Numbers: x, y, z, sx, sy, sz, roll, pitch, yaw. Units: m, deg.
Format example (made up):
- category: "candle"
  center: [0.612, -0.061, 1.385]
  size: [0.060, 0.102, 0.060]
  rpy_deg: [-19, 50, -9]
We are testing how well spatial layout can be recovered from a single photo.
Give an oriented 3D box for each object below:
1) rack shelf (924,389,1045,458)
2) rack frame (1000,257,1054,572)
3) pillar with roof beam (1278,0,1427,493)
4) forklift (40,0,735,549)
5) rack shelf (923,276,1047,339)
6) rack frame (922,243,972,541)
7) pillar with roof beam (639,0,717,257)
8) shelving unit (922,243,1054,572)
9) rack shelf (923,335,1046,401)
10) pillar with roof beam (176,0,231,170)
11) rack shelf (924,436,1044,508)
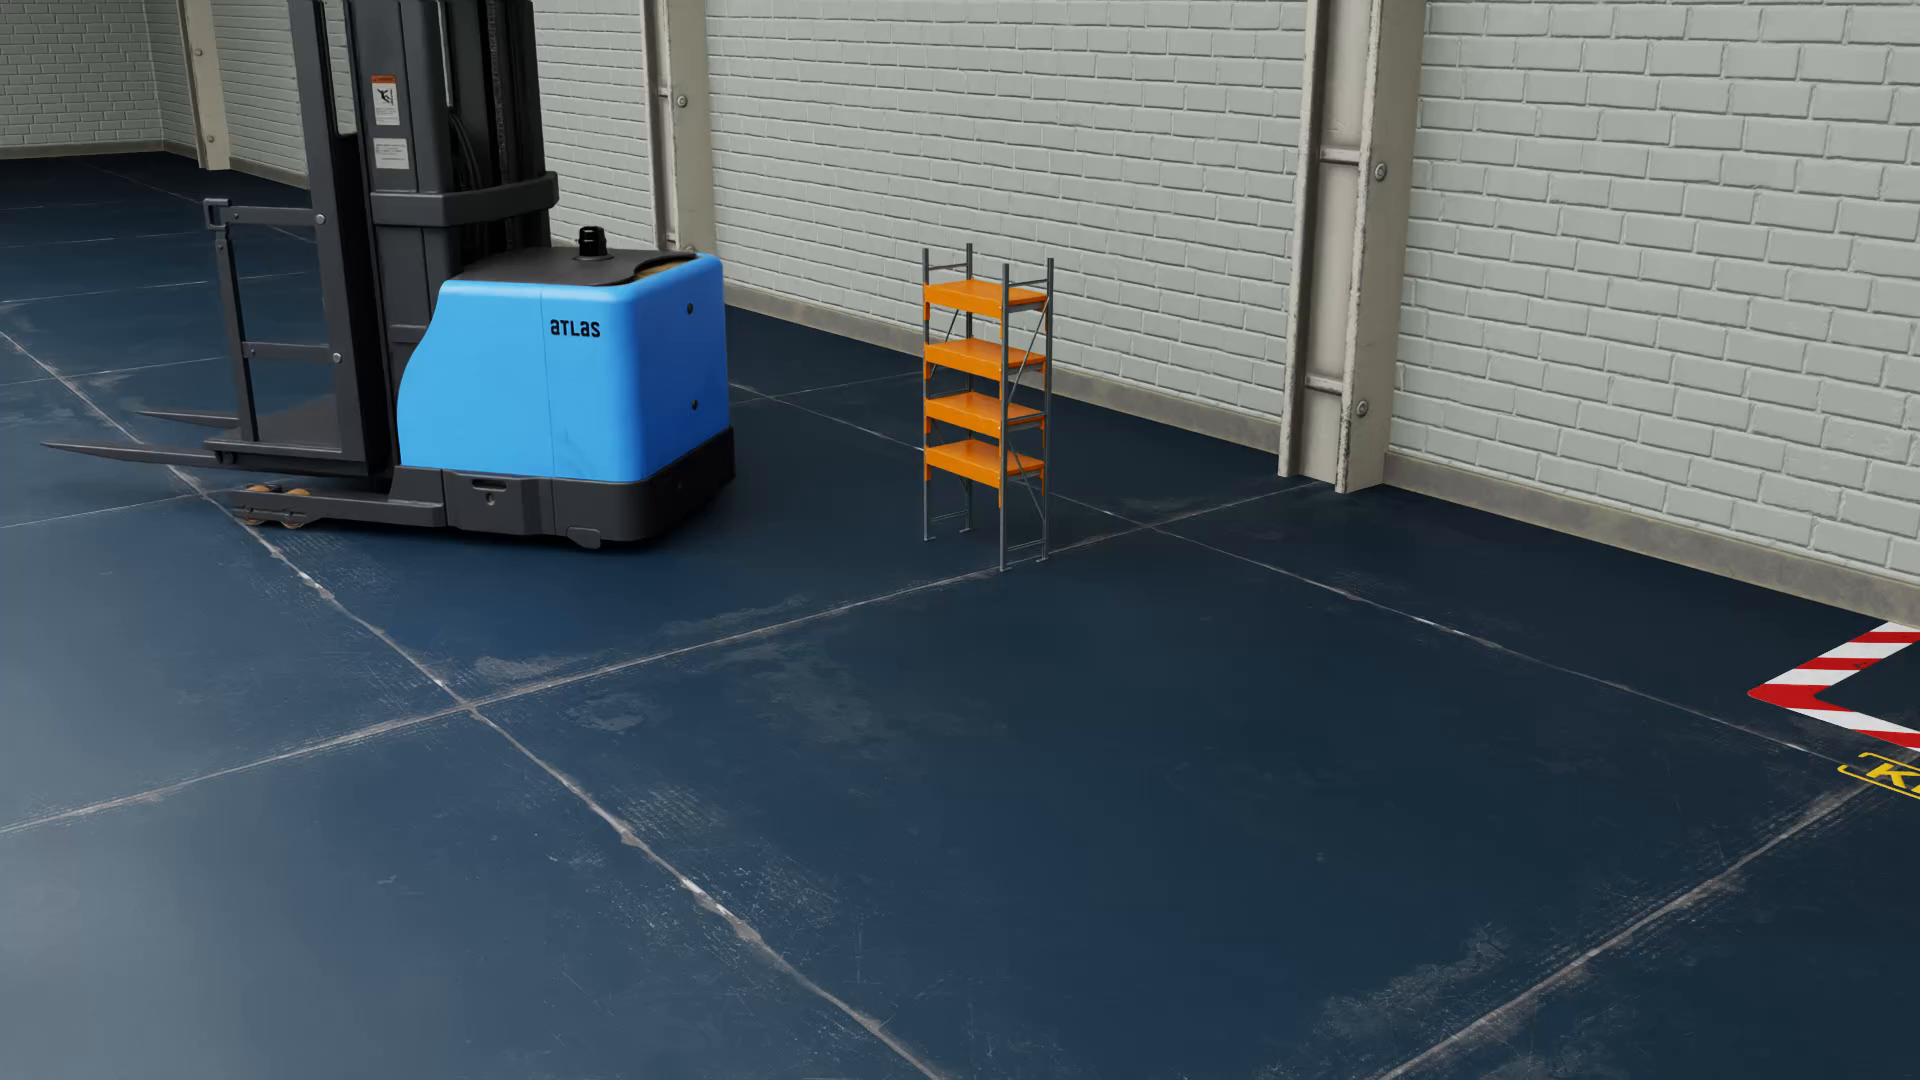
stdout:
- category: "rack shelf"
  center: [0.103, -0.465, 6.572]
  size: [0.258, 0.148, 0.480]
  rpy_deg: [-14, 23, -36]
- category: "rack frame"
  center: [0.254, -0.469, 6.369]
  size: [0.240, 1.200, 0.015]
  rpy_deg: [-14, 23, -36]
- category: "pillar with roof beam"
  center: [-1.647, -3.719, 3.779]
  size: [9.100, 9.000, 0.400]
  rpy_deg: [-14, 23, -36]
- category: "forklift"
  center: [-2.586, -1.592, 7.007]
  size: [3.031, 2.935, 1.130]
  rpy_deg: [5, 19, 14]
- category: "rack shelf"
  center: [0.103, -0.902, 6.427]
  size: [0.258, 0.148, 0.480]
  rpy_deg: [-14, 23, -36]
- category: "rack frame"
  center: [-0.049, -0.589, 6.732]
  size: [0.240, 1.200, 0.015]
  rpy_deg: [-14, 23, -36]
- category: "pillar with roof beam"
  center: [-5.373, -5.198, 8.244]
  size: [9.100, 9.000, 0.400]
  rpy_deg: [-14, 23, -36]
- category: "shelving unit"
  center: [0.103, -0.529, 6.551]
  size: [0.258, 1.200, 0.503]
  rpy_deg: [-14, 23, -36]
- category: "rack shelf"
  center: [0.103, -0.677, 6.502]
  size: [0.258, 0.148, 0.480]
  rpy_deg: [-14, 23, -36]
- category: "pillar with roof beam"
  center: [-12.823, -8.155, 17.173]
  size: [9.100, 9.000, 0.400]
  rpy_deg: [-14, 23, -36]
- category: "rack shelf"
  center: [0.103, -0.276, 6.634]
  size: [0.258, 0.148, 0.480]
  rpy_deg: [-14, 23, -36]
